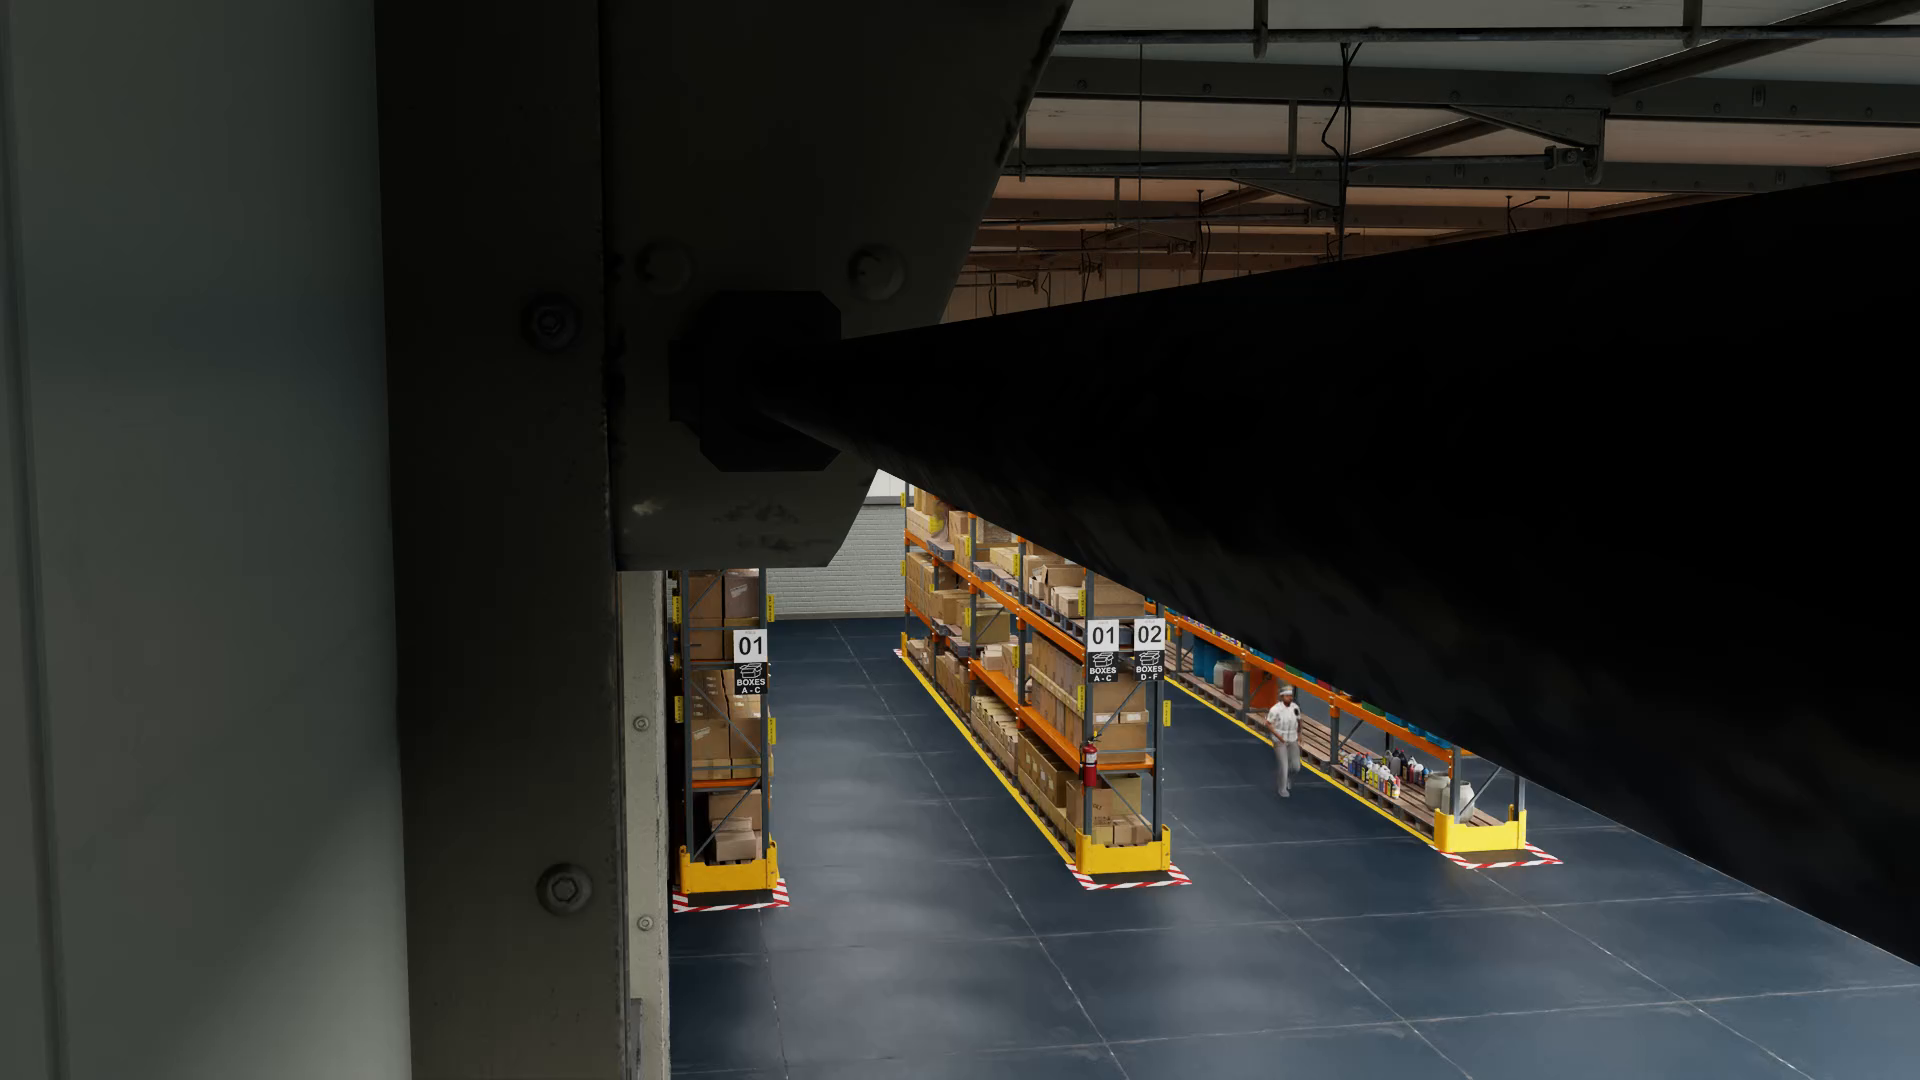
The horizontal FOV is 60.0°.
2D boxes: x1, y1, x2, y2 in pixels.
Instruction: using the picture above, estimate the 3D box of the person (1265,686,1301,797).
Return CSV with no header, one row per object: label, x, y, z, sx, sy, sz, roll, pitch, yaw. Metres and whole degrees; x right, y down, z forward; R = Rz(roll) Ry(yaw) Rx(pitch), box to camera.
person,4.802,2.960,24.562,0.593,1.661,0.554,-1,6,-12
